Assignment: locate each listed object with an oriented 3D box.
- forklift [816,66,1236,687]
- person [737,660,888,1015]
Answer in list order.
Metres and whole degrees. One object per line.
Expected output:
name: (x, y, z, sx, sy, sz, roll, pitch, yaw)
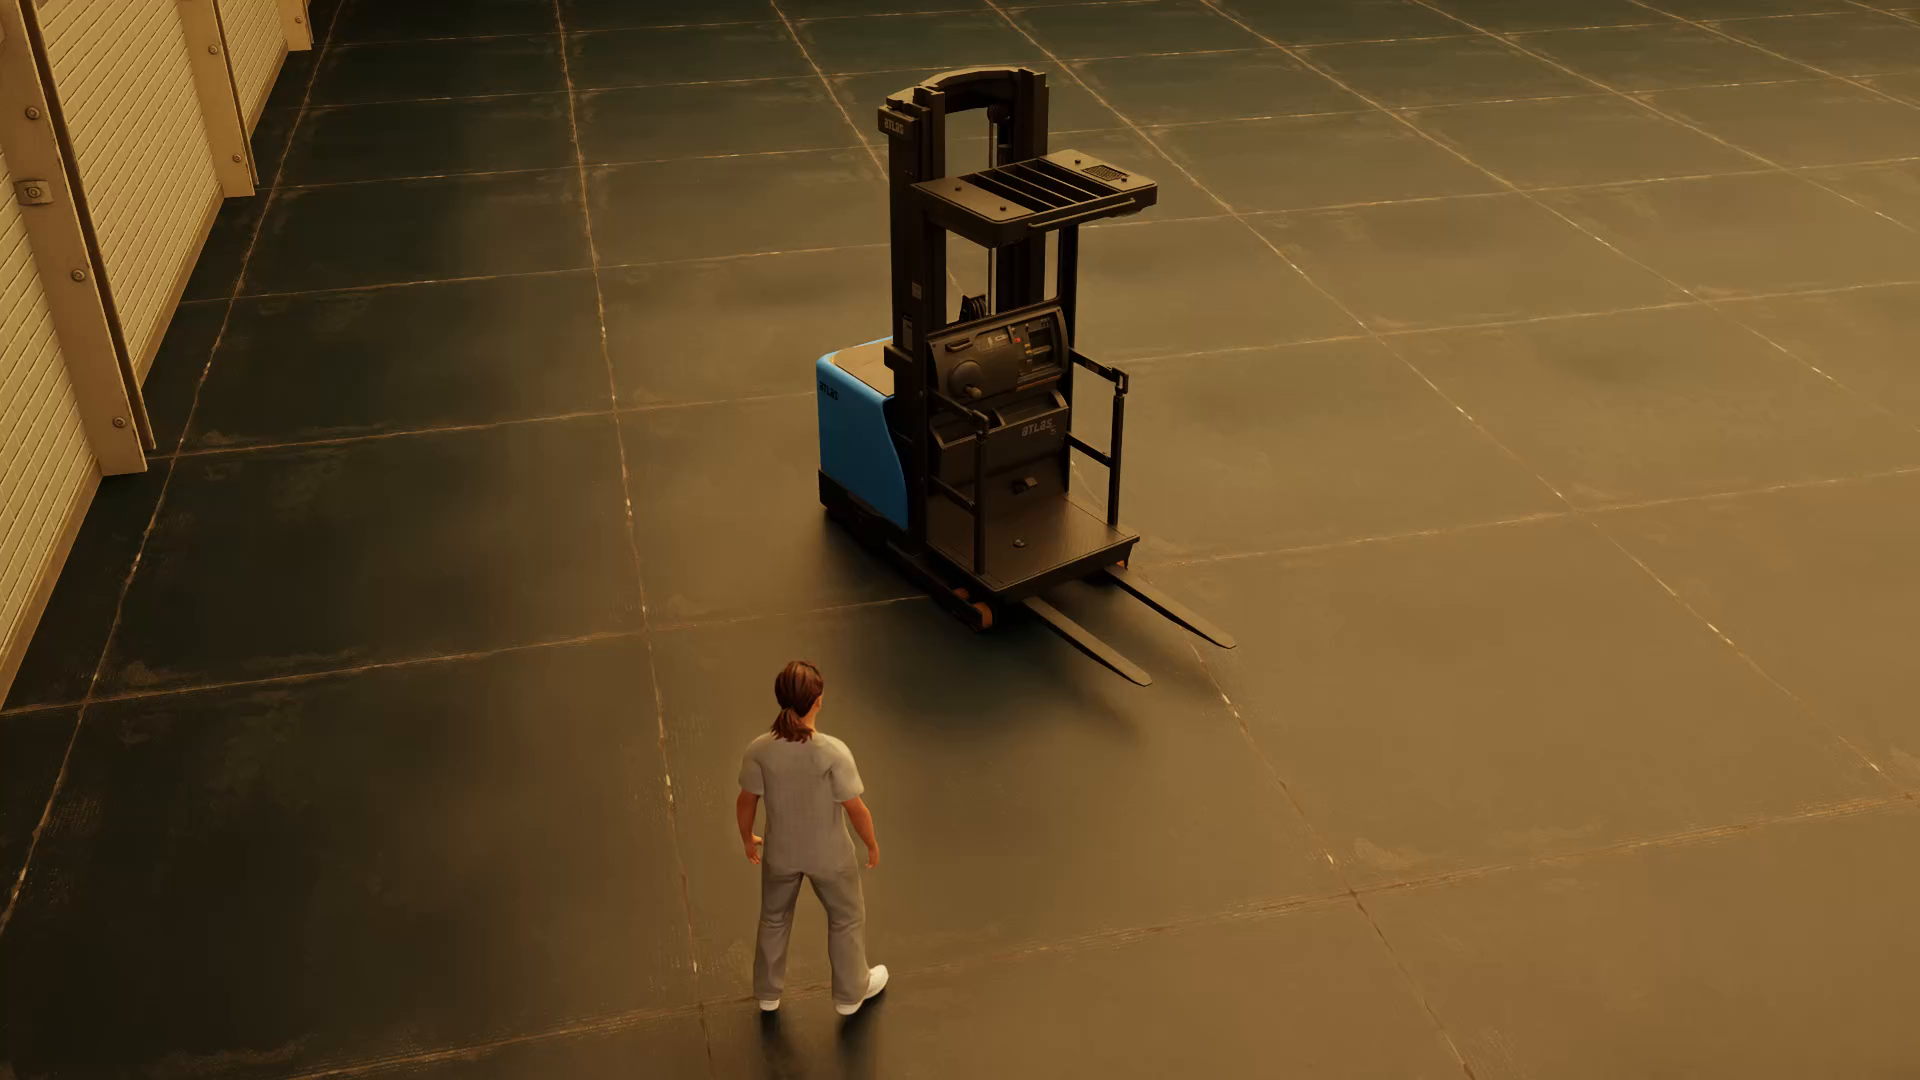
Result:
forklift: (0.355, -1.021, 9.338, 1.130, 2.935, 3.031, -20, 35, -30)
person: (-0.604, 1.217, 6.651, 0.568, 1.678, 0.392, 6, 31, 10)
